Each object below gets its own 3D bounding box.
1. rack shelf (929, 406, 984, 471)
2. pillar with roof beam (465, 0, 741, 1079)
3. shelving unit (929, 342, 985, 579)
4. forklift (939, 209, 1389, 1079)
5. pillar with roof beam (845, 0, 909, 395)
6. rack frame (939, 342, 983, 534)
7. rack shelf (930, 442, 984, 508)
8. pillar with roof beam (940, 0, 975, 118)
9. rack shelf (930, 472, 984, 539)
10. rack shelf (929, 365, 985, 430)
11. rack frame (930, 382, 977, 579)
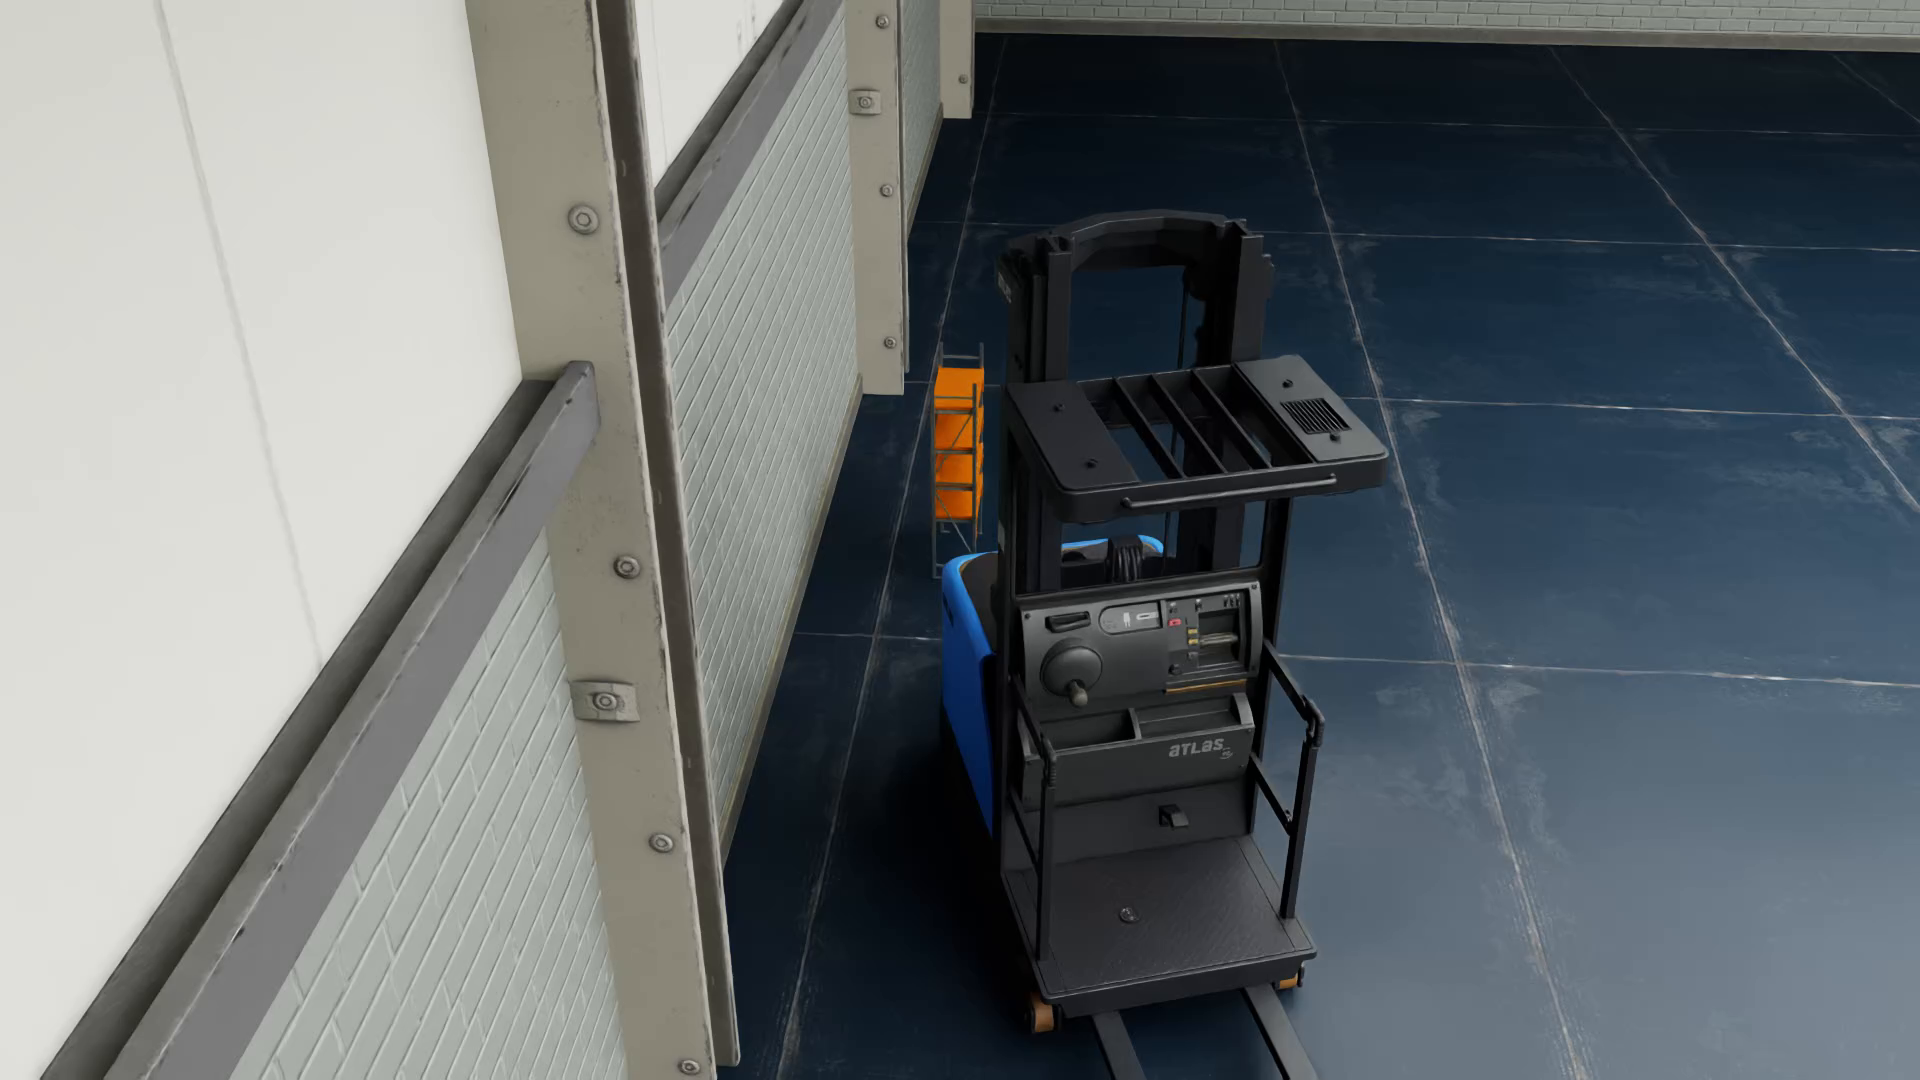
[{"bbox_3d":[-0.013,-0.557,8.993,0.258,0.148,0.480,2,32,4],"label":"rack shelf"},{"bbox_3d":[3.285,-1.587,3.529,9.100,9.000,0.400,2,32,4],"label":"pillar with roof beam"},{"bbox_3d":[-0.013,-0.424,9.075,0.258,1.200,0.503,2,32,4],"label":"shelving unit"},{"bbox_3d":[0.732,0.438,6.026,1.130,2.935,3.031,-7,32,-11],"label":"forklift"},{"bbox_3d":[3.773,-4.725,8.620,9.100,9.000,0.400,2,32,4],"label":"pillar with roof beam"},{"bbox_3d":[0.006,-0.552,9.282,0.240,1.200,0.015,2,32,4],"label":"rack frame"},{"bbox_3d":[-0.013,-0.367,9.110,0.258,0.148,0.480,2,32,4],"label":"rack shelf"},{"bbox_3d":[4.262,-7.862,13.711,9.100,9.000,0.400,2,32,4],"label":"pillar with roof beam"},{"bbox_3d":[-0.013,-0.198,9.215,0.258,0.148,0.480,2,32,4],"label":"rack shelf"},{"bbox_3d":[-0.013,-0.759,8.869,0.258,0.148,0.480,2,32,4],"label":"rack shelf"},{"bbox_3d":[-0.033,-0.297,8.868,0.240,1.200,0.015,2,32,4],"label":"rack frame"}]
